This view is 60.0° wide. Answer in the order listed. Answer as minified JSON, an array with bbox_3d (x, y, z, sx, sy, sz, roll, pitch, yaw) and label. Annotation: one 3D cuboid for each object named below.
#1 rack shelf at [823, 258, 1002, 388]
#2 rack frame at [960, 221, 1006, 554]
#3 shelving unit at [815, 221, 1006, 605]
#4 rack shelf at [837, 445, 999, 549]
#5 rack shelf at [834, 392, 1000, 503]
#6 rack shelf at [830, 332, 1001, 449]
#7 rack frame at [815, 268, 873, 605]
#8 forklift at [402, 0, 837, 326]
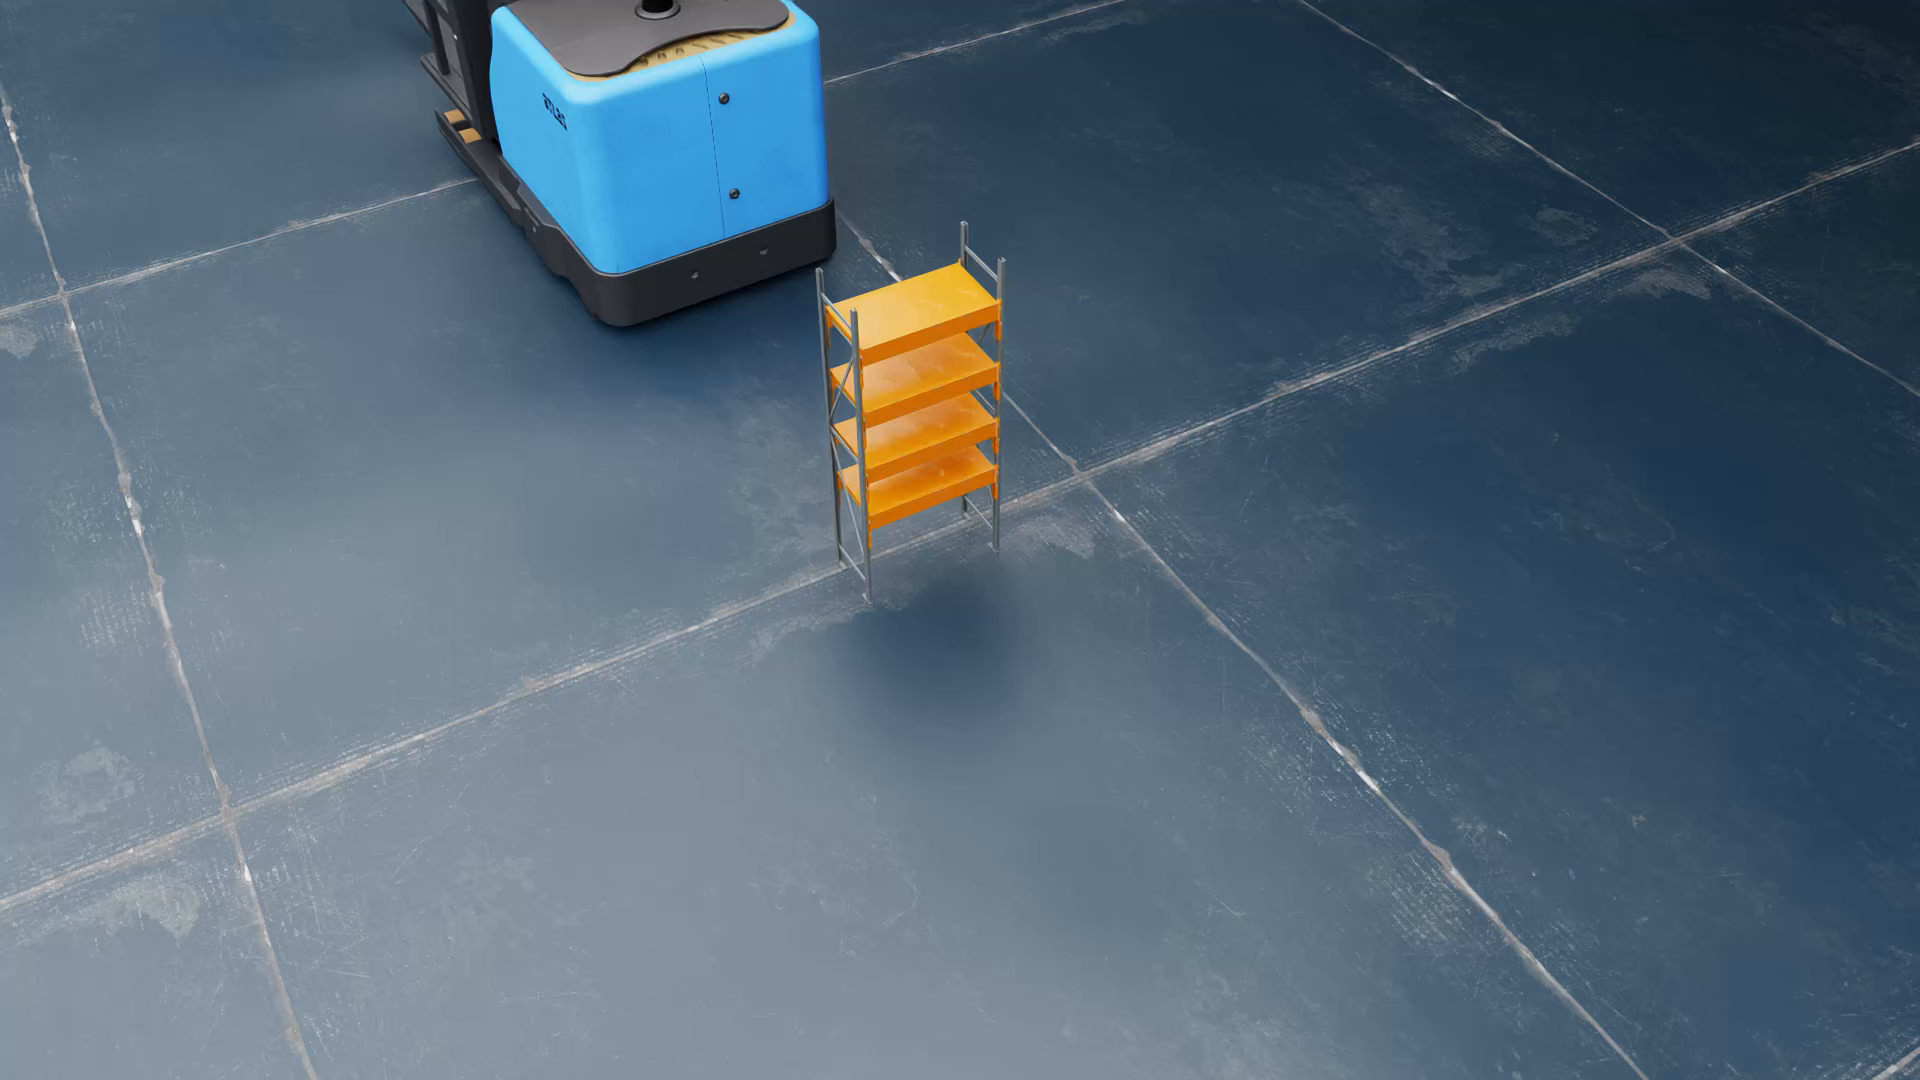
[{"bbox_3d":[-0.144,-0.655,4.999,0.480,0.148,0.258,-22,48,-21],"label":"rack shelf"},{"bbox_3d":[0.068,-0.458,5.360,0.015,1.200,0.240,-22,48,-21],"label":"rack frame"},{"bbox_3d":[-0.144,-0.373,5.273,0.503,1.200,0.258,-22,48,-21],"label":"shelving unit"},{"bbox_3d":[-0.144,-0.182,5.458,0.480,0.148,0.258,-22,48,-21],"label":"rack shelf"},{"bbox_3d":[-0.144,-0.325,5.320,0.480,0.148,0.258,-22,48,-21],"label":"rack shelf"},{"bbox_3d":[-0.144,-0.485,5.164,0.480,0.148,0.258,-22,48,-21],"label":"rack shelf"},{"bbox_3d":[-0.355,-0.288,5.186,0.015,1.200,0.240,-22,48,-21],"label":"rack frame"},{"bbox_3d":[-1.723,-2.893,6.626,1.130,2.935,3.031,-24,49,-23],"label":"forklift"}]
